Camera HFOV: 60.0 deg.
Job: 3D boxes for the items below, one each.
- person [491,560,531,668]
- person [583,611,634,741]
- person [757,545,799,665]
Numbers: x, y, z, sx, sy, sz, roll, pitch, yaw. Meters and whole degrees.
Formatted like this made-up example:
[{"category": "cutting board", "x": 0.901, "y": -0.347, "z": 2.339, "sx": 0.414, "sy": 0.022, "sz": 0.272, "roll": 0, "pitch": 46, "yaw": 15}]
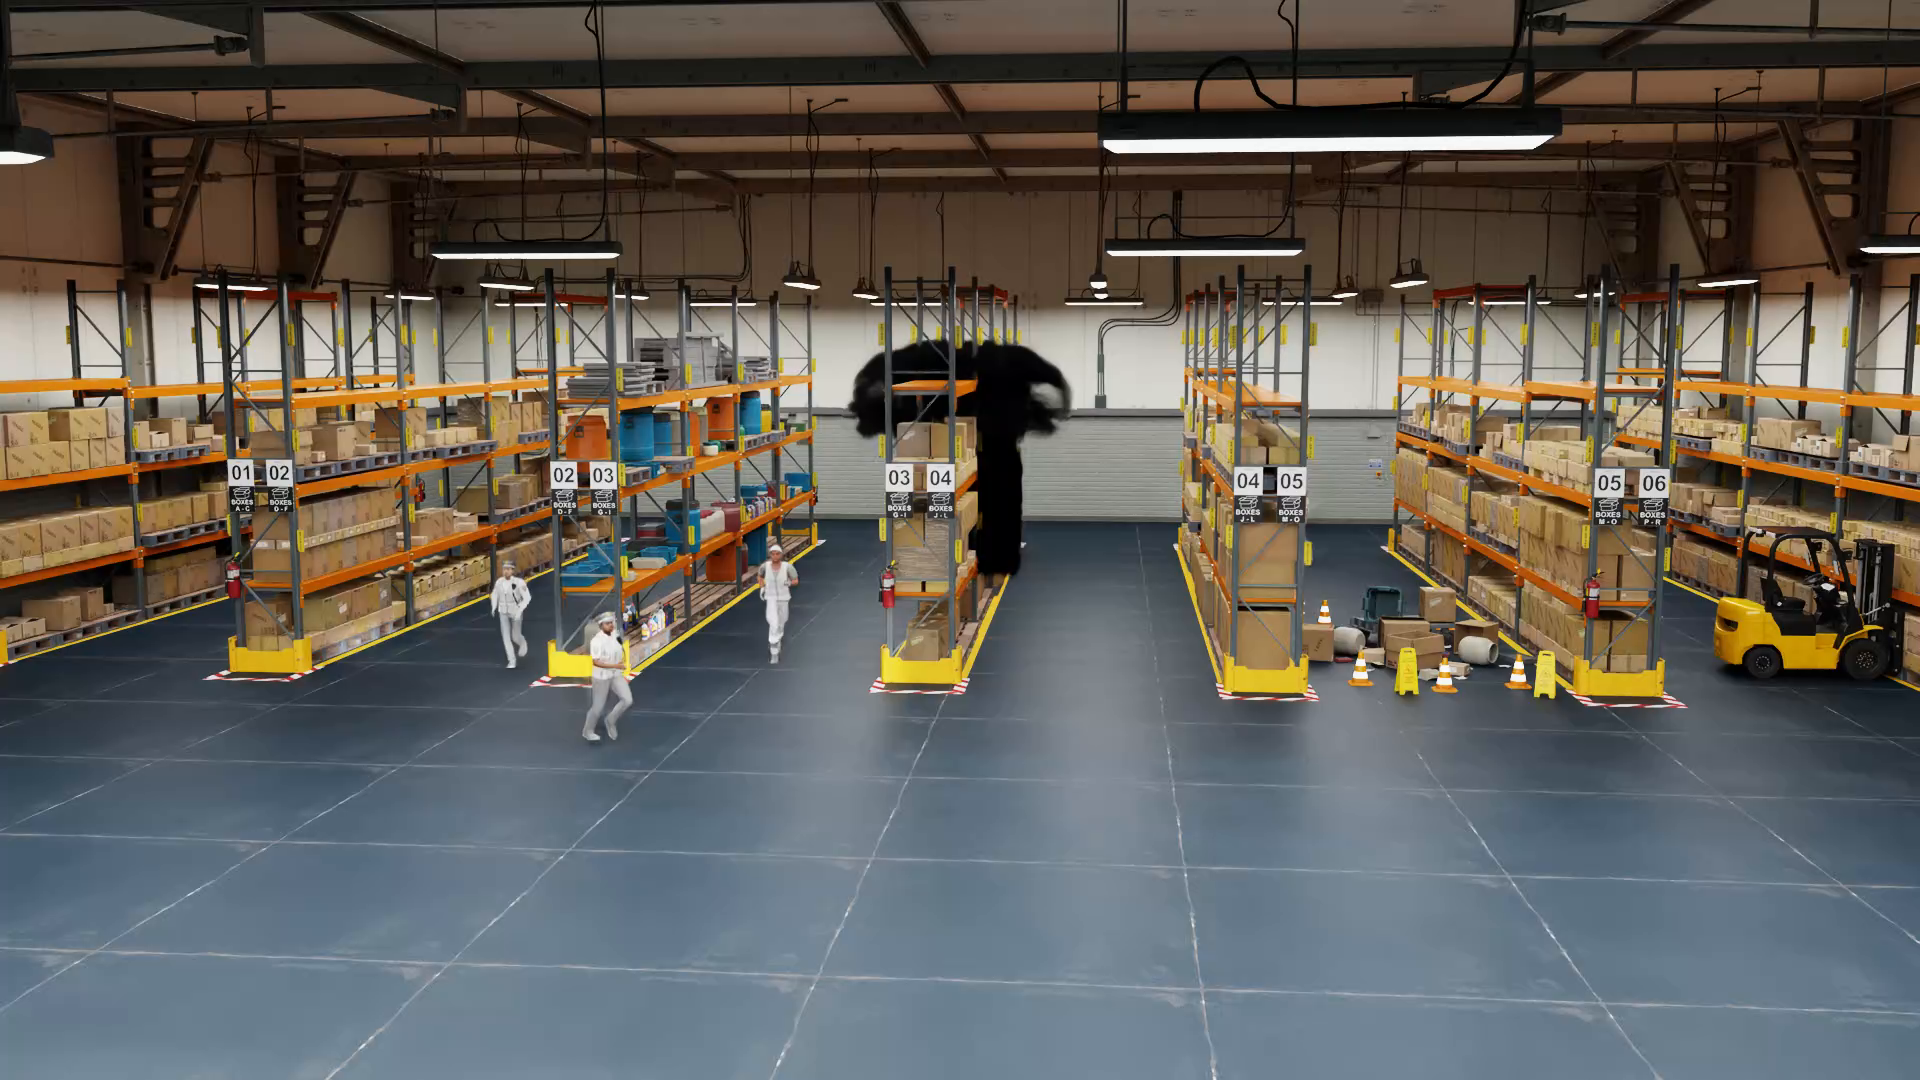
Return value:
[{"category": "person", "x": -6.839, "y": 1.100, "z": 25.382, "sx": 0.650, "sy": 1.648, "sz": 0.646, "roll": 1, "pitch": 7, "yaw": 6}, {"category": "person", "x": -4.318, "y": 1.677, "z": 20.511, "sx": 0.811, "sy": 1.653, "sz": 0.589, "roll": 6, "pitch": 9, "yaw": 40}, {"category": "person", "x": -2.823, "y": 0.987, "z": 25.884, "sx": 0.620, "sy": 1.851, "sz": 0.799, "roll": -1, "pitch": 7, "yaw": -11}]
